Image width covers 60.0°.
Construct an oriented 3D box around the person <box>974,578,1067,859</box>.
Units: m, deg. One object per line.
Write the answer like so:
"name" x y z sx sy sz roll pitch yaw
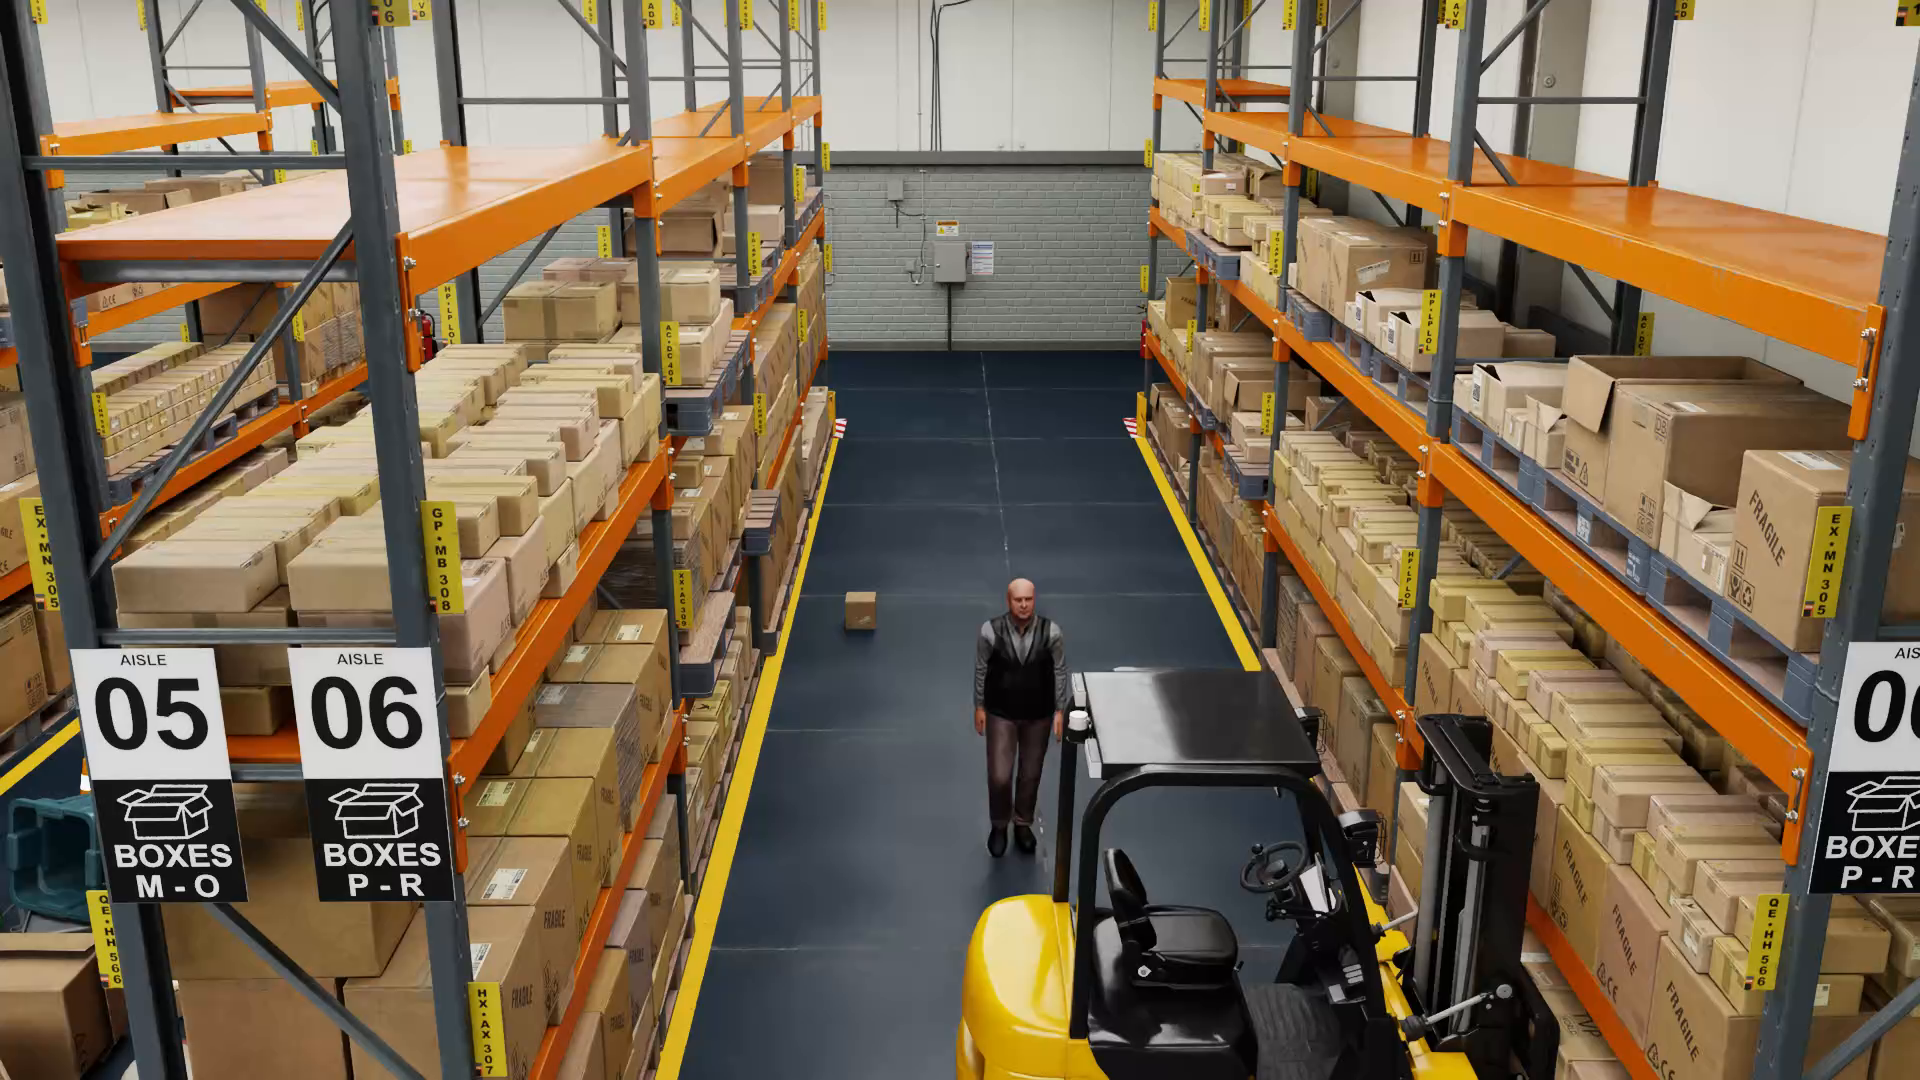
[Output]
"person" 0.373 1.083 10.011 0.556 1.741 0.498 -2 17 -6
